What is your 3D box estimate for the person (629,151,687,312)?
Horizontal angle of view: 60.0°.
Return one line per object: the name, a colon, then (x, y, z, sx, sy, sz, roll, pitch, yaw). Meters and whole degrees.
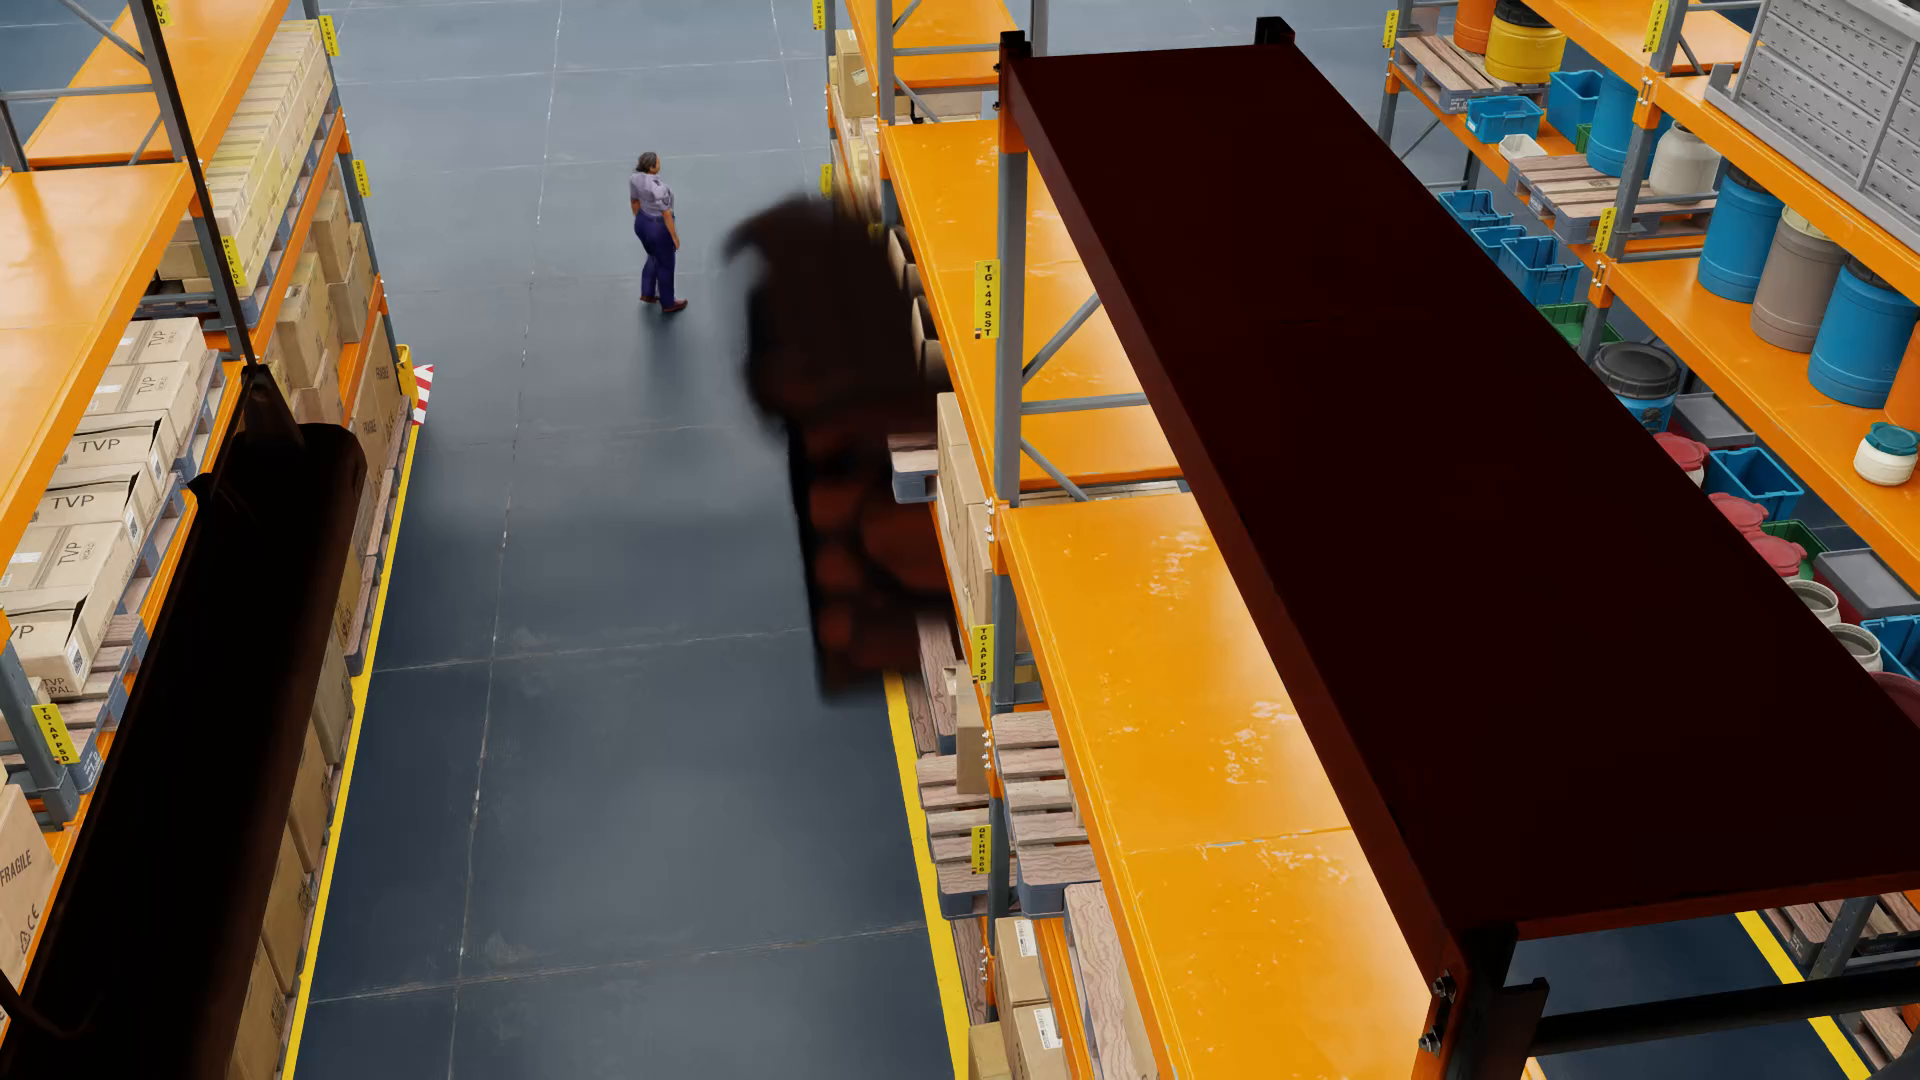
person: (-2.947, -2.997, 16.162, 0.513, 1.683, 0.375, 30, 46, 34)
